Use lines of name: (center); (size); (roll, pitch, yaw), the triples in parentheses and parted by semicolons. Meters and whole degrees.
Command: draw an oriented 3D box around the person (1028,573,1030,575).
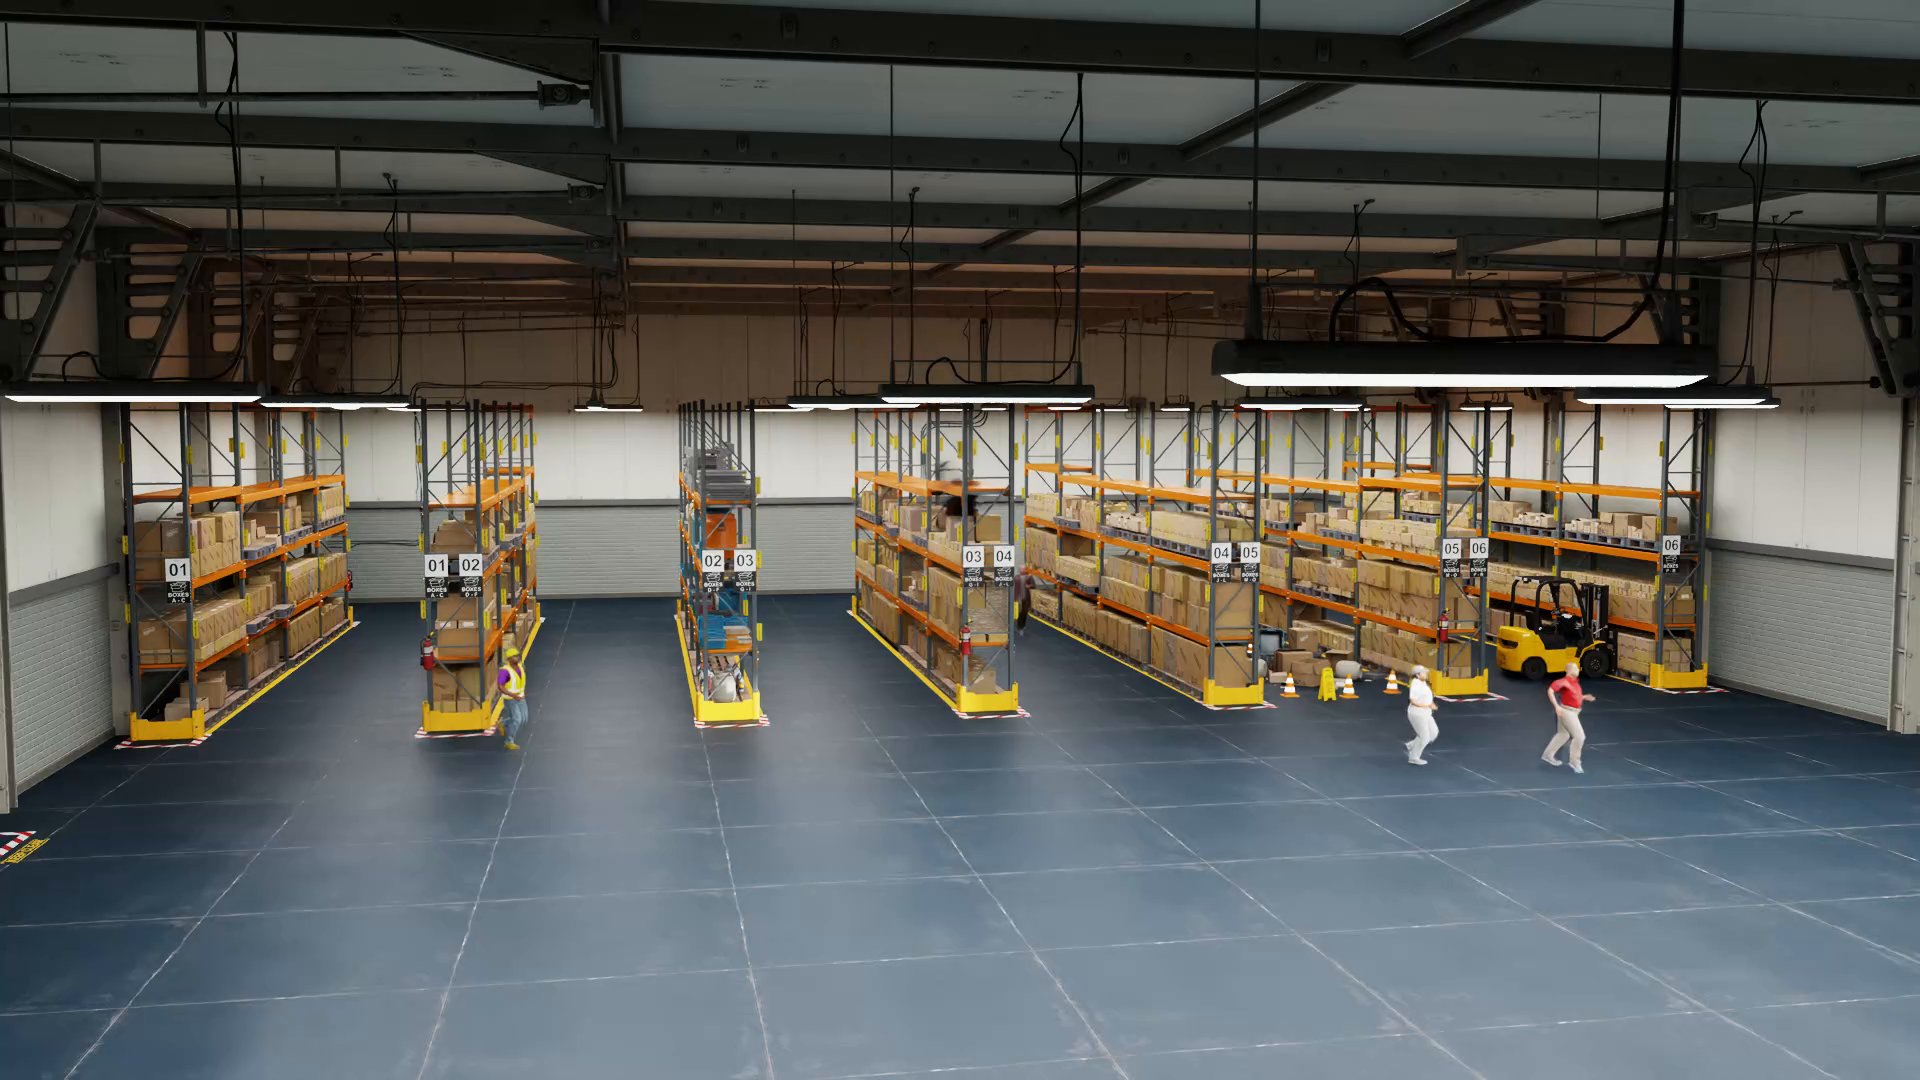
person: (1.922, 1.196, 49.944); (0.523, 1.509, 0.602); (1, 4, 7)

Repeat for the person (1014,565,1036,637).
person: (1.625, 1.559, 43.328); (0.679, 1.839, 0.895); (-1, 4, -10)

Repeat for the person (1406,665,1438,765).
person: (7.576, 2.857, 27.196); (0.536, 1.621, 0.599); (2, 5, 29)

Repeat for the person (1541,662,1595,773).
person: (9.798, 2.859, 26.810); (0.802, 1.799, 0.643); (2, 5, 29)

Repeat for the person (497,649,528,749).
person: (-7.680, 2.714, 28.549); (0.666, 1.729, 0.726); (2, 5, 22)
